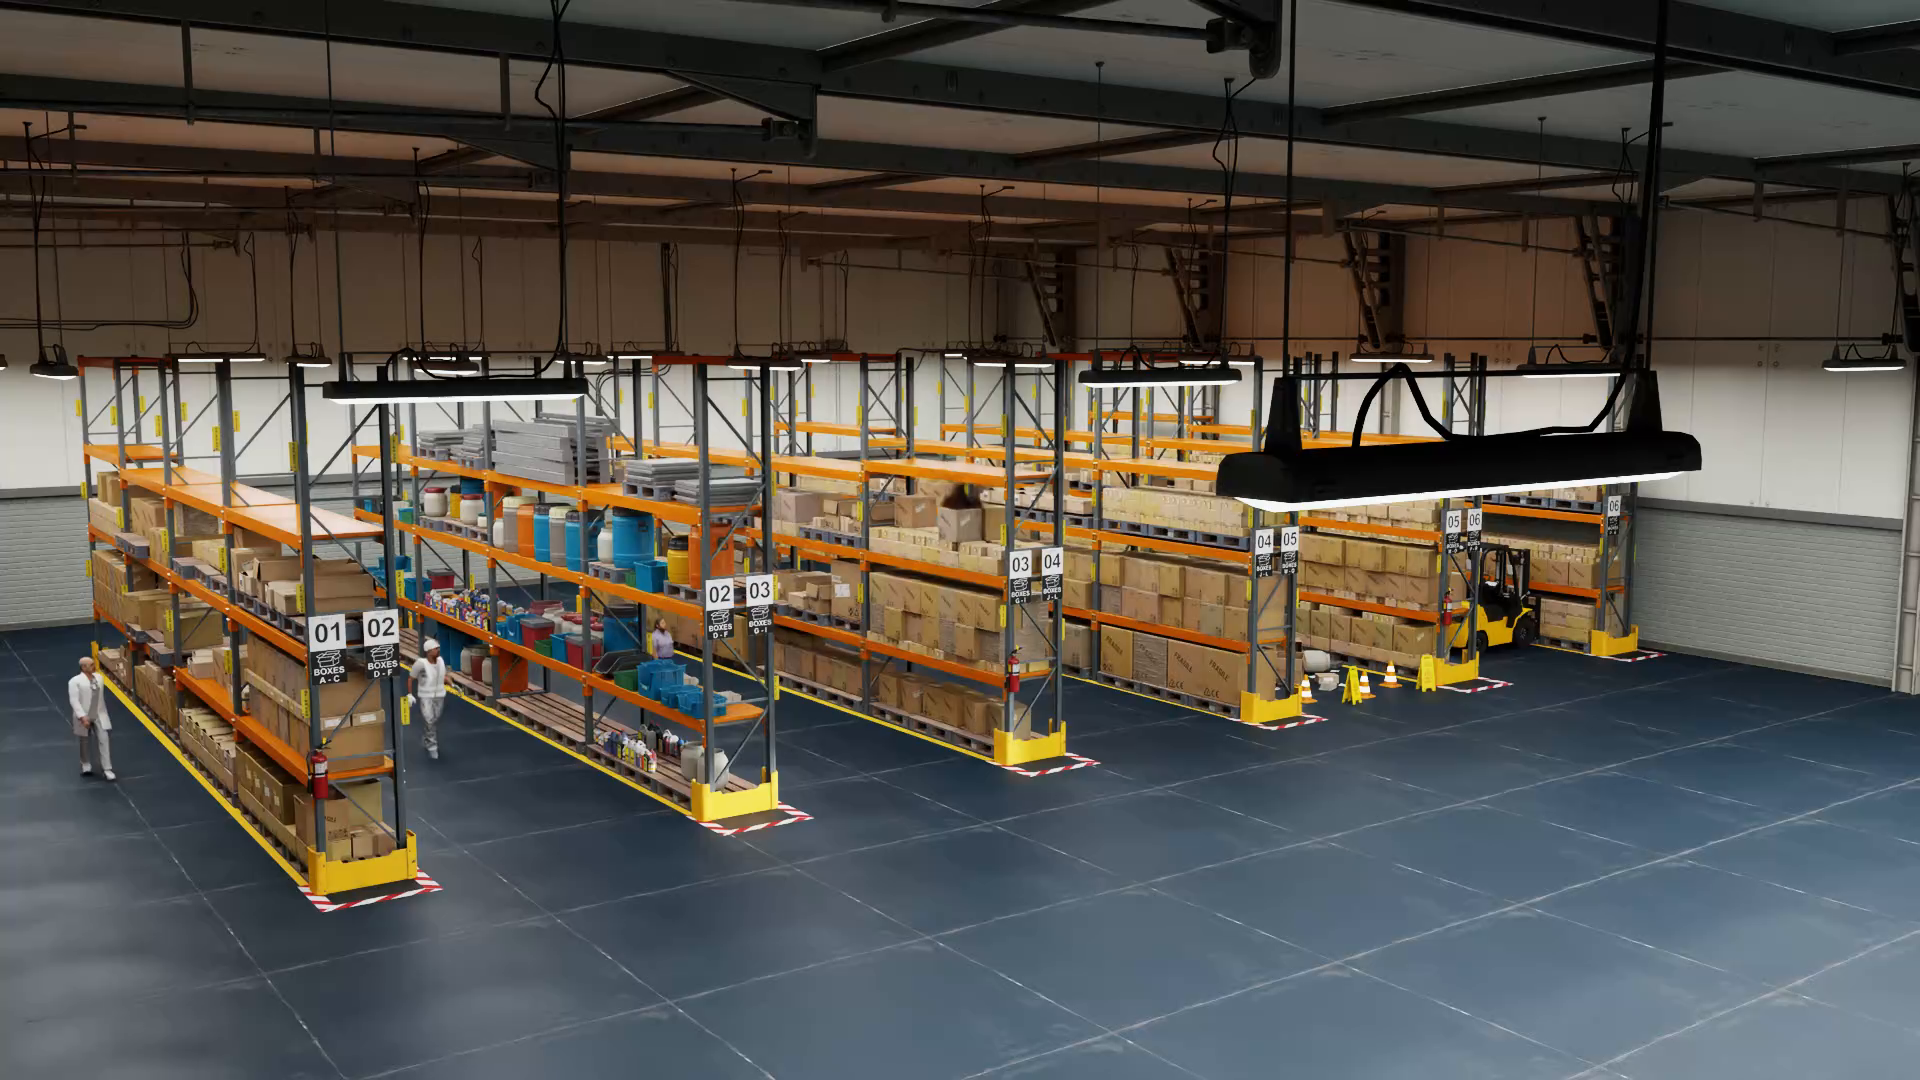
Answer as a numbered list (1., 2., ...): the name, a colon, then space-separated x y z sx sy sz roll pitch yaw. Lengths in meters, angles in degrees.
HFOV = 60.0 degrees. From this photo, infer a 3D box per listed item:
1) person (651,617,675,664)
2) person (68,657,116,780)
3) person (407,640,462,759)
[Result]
1. person: -5.073 2.117 28.349 0.484 1.588 0.978 -6 9 -43
2. person: -12.533 2.548 23.972 0.533 1.728 1.048 -5 9 -37
3. person: -8.076 2.422 25.444 0.758 1.809 0.878 -5 9 -36
